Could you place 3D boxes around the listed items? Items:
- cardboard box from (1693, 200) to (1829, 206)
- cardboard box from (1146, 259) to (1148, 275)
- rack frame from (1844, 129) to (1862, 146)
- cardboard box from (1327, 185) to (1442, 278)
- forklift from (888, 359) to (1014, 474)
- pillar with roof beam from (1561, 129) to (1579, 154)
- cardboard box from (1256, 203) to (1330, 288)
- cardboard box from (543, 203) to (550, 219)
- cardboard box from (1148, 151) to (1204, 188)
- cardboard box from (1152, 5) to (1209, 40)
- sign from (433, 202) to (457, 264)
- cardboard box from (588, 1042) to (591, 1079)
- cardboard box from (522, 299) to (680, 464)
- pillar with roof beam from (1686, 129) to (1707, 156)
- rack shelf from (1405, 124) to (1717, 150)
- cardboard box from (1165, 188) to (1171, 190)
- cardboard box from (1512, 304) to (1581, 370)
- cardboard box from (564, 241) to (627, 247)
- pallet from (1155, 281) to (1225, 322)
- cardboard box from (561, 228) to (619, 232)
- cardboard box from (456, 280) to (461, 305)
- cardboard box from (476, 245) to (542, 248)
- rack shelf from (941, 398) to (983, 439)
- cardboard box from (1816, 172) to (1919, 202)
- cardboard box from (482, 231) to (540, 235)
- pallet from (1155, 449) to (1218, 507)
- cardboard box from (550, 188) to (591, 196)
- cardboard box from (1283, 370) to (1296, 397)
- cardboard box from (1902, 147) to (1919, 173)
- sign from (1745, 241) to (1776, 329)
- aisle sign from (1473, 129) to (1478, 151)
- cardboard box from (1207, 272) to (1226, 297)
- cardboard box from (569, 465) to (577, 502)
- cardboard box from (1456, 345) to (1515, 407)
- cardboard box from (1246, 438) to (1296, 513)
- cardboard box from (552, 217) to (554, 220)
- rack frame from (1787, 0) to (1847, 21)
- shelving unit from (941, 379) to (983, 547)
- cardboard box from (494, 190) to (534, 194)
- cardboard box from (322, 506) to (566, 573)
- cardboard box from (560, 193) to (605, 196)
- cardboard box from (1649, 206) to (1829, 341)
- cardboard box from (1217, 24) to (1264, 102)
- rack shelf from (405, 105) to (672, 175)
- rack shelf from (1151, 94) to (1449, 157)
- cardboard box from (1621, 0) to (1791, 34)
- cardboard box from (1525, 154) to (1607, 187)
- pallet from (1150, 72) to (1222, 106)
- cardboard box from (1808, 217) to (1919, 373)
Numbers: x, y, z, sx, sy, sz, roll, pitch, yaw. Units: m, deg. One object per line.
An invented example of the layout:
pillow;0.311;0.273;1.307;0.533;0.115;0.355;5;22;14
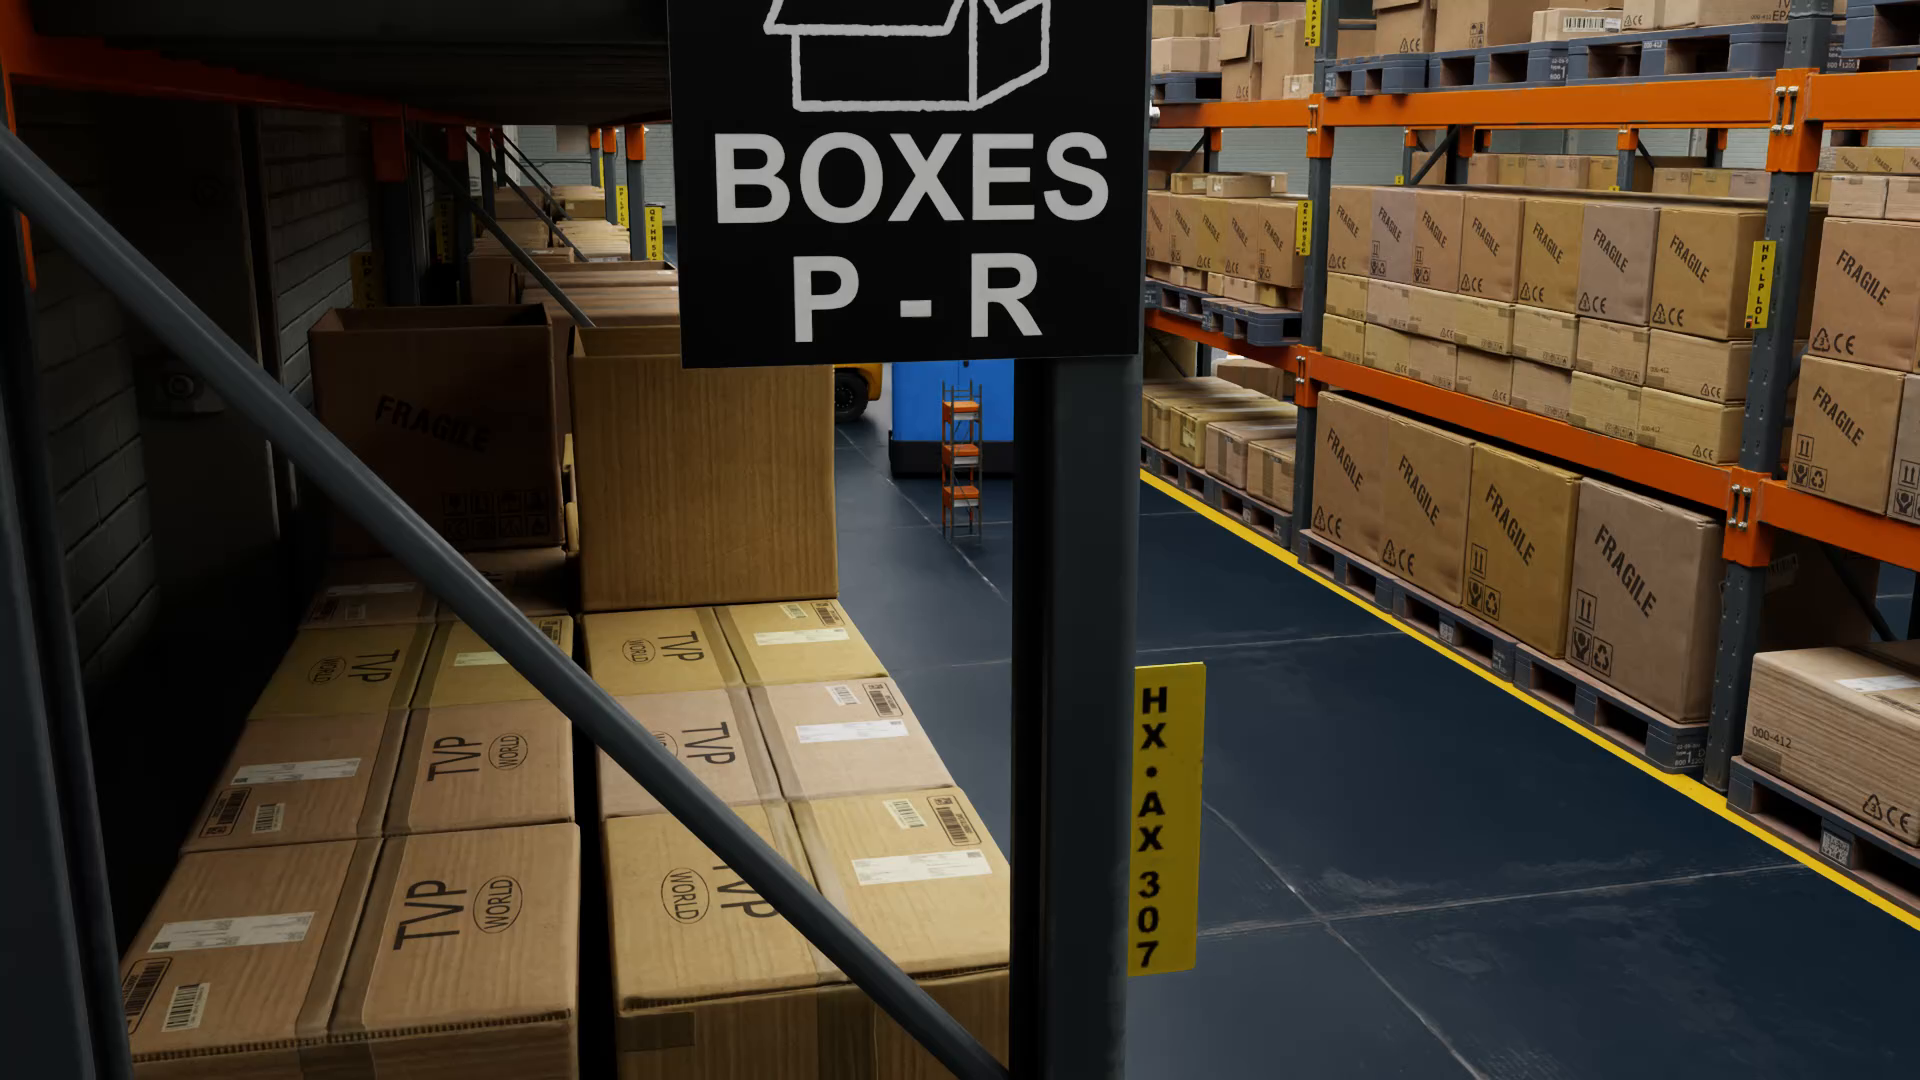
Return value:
cardboard box;3.576;-1.238;7.355;0.500;0.500;0.500;-3;14;-14
cardboard box;1.541;-2.194;13.233;0.380;0.149;0.250;-3;14;-12
rack frame;10.361;-3.791;20.123;1.000;3.000;0.127;-3;14;-13
cardboard box;2.485;-1.800;9.656;0.500;0.500;0.500;-4;14;-15
forklift;0.011;-2.232;13.887;1.130;2.935;3.031;0;14;1
pillar with roof beam;14.581;-14.101;49.683;9.100;9.000;0.548;-3;14;-13
cardboard box;2.230;-1.879;10.577;0.500;0.500;0.500;-4;14;-15
cardboard box;-4.095;-3.120;15.798;0.380;0.149;0.250;-4;14;-14
cardboard box;1.775;-3.108;14.384;0.700;0.500;0.500;-3;14;-14
cardboard box;1.542;-3.875;12.526;0.500;0.250;0.500;-4;14;-14
sign;-2.756;-1.646;8.905;0.100;0.325;0.005;-3;14;-13
cardboard box;-0.676;0.729;2.153;0.380;0.149;0.250;-3;14;-12
cardboard box;-1.174;-0.569;5.841;0.700;0.500;0.500;-3;14;-12
pillar with roof beam;15.990;-12.717;44.017;9.100;9.000;0.548;-3;14;-13
rack shelf;5.986;-4.184;16.928;1.077;0.370;4.000;-3;14;-13
cardboard box;1.499;-2.589;13.480;0.500;0.500;0.500;-3;14;-12
cardboard box;2.955;-0.962;7.808;0.500;0.250;0.500;-3;14;-12
cardboard box;-2.228;-1.748;10.184;0.380;0.149;0.250;-3;14;-13
pallet;2.103;-1.754;12.190;1.003;0.211;1.213;-3;14;-13
cardboard box;-2.584;-2.100;11.626;0.380;0.149;0.250;-4;14;-15
cardboard box;-2.592;-1.373;9.491;0.500;0.250;0.500;-3;14;-12
cardboard box;-2.661;-1.660;9.824;0.380;0.149;0.250;-3;14;-13
rack shelf;0.013;-0.763;10.687;0.215;0.259;0.240;-3;14;-13
cardboard box;7.057;-2.565;12.789;0.700;0.500;0.500;-4;14;-14
cardboard box;-3.034;-2.012;11.263;0.380;0.149;0.250;-3;14;-14
pallet;2.142;-0.499;12.527;1.003;0.211;1.213;-3;14;-13
cardboard box;-3.645;-3.223;15.593;0.380;0.149;0.250;-3;14;-13
cardboard box;3.602;-1.762;17.077;0.637;0.503;0.797;10;17;35
cardboard box;10.578;-3.981;17.959;0.500;0.500;0.500;-3;14;-13
sign;3.021;-0.962;6.270;0.100;0.325;0.005;-3;14;-13
aisle sign;5.791;-4.834;18.914;0.394;0.787;0.004;-3;14;-13
cardboard box;1.936;-1.772;11.504;0.380;0.149;0.250;-3;14;-12
cardboard box;-0.789;-0.046;4.482;0.500;0.250;0.500;-3;14;-13
cardboard box;2.852;-0.841;8.363;0.500;0.250;0.500;-3;14;-13
cardboard box;2.484;-0.451;11.106;0.950;0.372;0.625;-4;14;-17
cardboard box;-3.725;-2.911;16.309;0.500;0.500;0.500;-4;14;-14
rack frame;3.547;-3.384;5.819;1.000;3.000;0.127;-3;14;-13
shelving unit;0.013;-0.498;10.752;0.215;1.050;0.252;-3;14;-13
cardboard box;-4.024;-3.074;14.985;0.380;0.149;0.250;-4;14;-15
cardboard box;-1.180;0.100;3.888;0.500;0.250;0.500;-3;14;-12
cardboard box;-3.208;-2.873;14.164;0.380;0.149;0.250;-4;14;-14
cardboard box;3.198;-1.093;6.765;0.500;0.500;0.500;-3;14;-11
cardboard box;2.221;-3.250;11.373;0.797;0.503;0.637;-3;14;-13
rack shelf;-1.747;-1.762;7.013;1.077;0.370;4.000;-3;14;-13
rack shelf;2.138;-2.962;11.926;1.077;0.370;4.000;-3;14;-13
cardboard box;3.136;-2.280;6.920;0.500;0.311;0.500;-3;14;-13
cardboard box;6.167;-3.552;16.554;0.875;0.550;0.550;-3;14;-13
pallet;1.956;-3.294;12.165;1.213;0.211;1.003;-3;14;-13
cardboard box;3.423;-0.881;5.895;0.500;0.500;0.500;-3;14;-13
